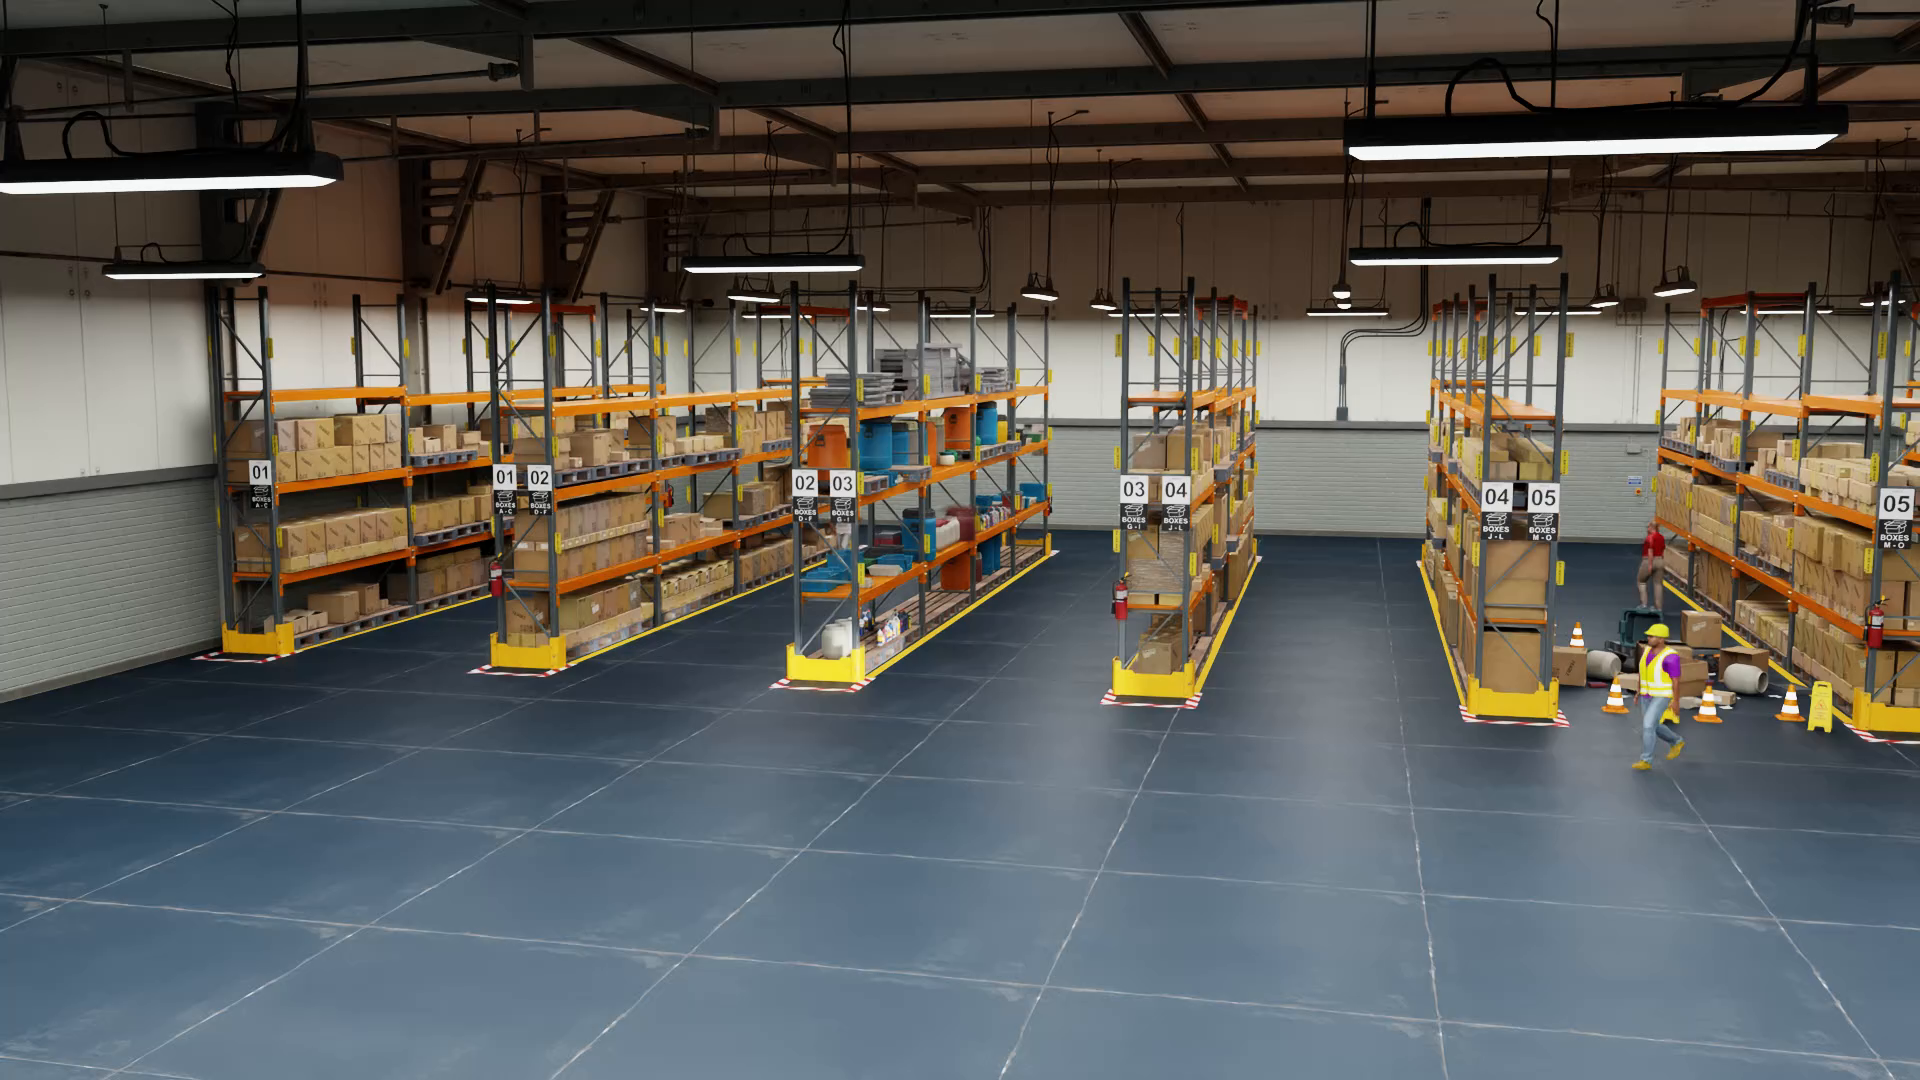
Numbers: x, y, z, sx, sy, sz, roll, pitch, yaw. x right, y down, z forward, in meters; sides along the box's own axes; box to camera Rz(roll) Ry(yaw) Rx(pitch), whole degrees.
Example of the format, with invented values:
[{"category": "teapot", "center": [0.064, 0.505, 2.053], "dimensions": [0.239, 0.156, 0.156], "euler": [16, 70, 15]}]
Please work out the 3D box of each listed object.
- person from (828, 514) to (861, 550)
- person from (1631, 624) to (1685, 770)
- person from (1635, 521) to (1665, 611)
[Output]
[{"category": "person", "center": [-2.637, -0.176, 37.939], "dimensions": [0.695, 1.659, 0.715], "euler": [3, 7, 22]}, {"category": "person", "center": [8.348, 1.852, 19.884], "dimensions": [0.888, 1.729, 0.615], "euler": [-3, 7, -22]}, {"category": "person", "center": [13.257, 0.531, 31.742], "dimensions": [0.546, 1.773, 0.545], "euler": [-1, 7, -8]}]
